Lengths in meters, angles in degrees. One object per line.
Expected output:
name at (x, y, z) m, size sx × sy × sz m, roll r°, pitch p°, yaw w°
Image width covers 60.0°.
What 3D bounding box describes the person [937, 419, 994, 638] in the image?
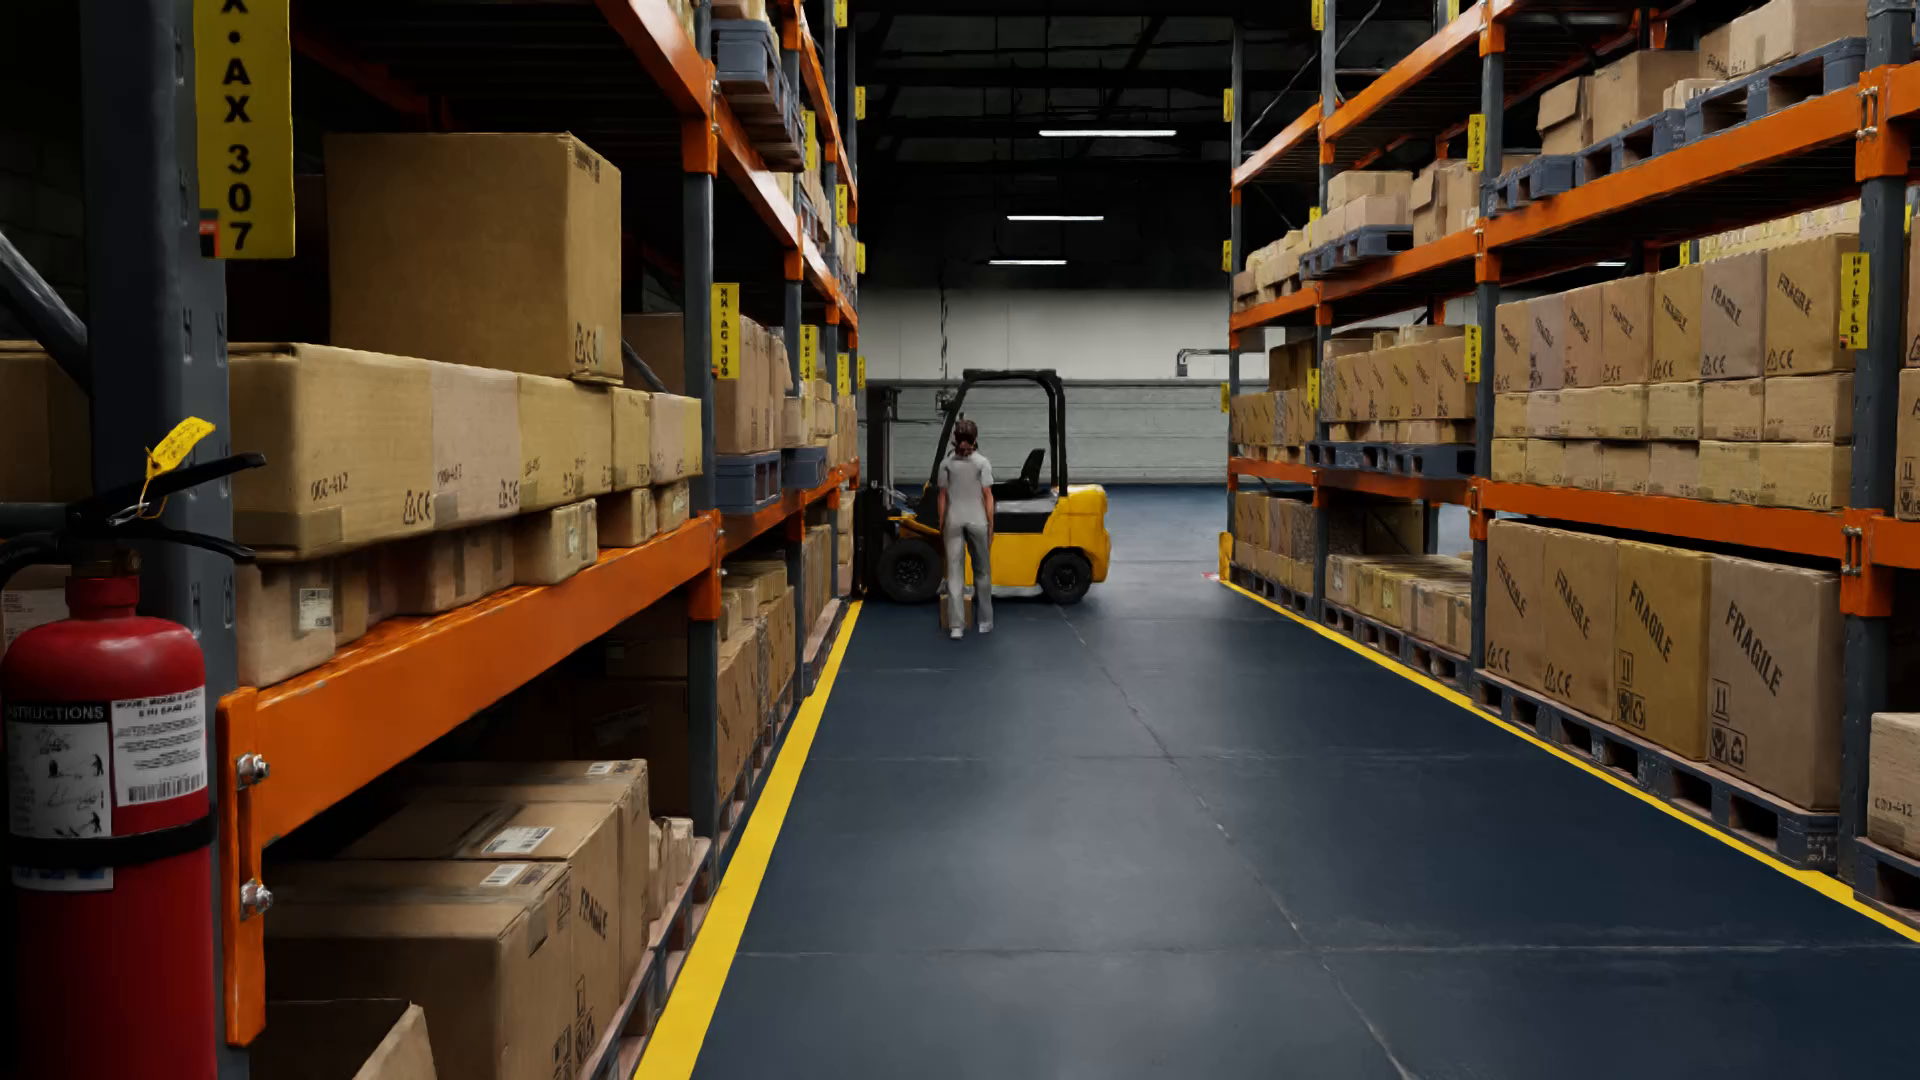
person at (0.049, -0.097, 12.825) m, size 0.440 × 1.660 × 0.682 m, roll 0°, pitch 4°, yaw 3°
